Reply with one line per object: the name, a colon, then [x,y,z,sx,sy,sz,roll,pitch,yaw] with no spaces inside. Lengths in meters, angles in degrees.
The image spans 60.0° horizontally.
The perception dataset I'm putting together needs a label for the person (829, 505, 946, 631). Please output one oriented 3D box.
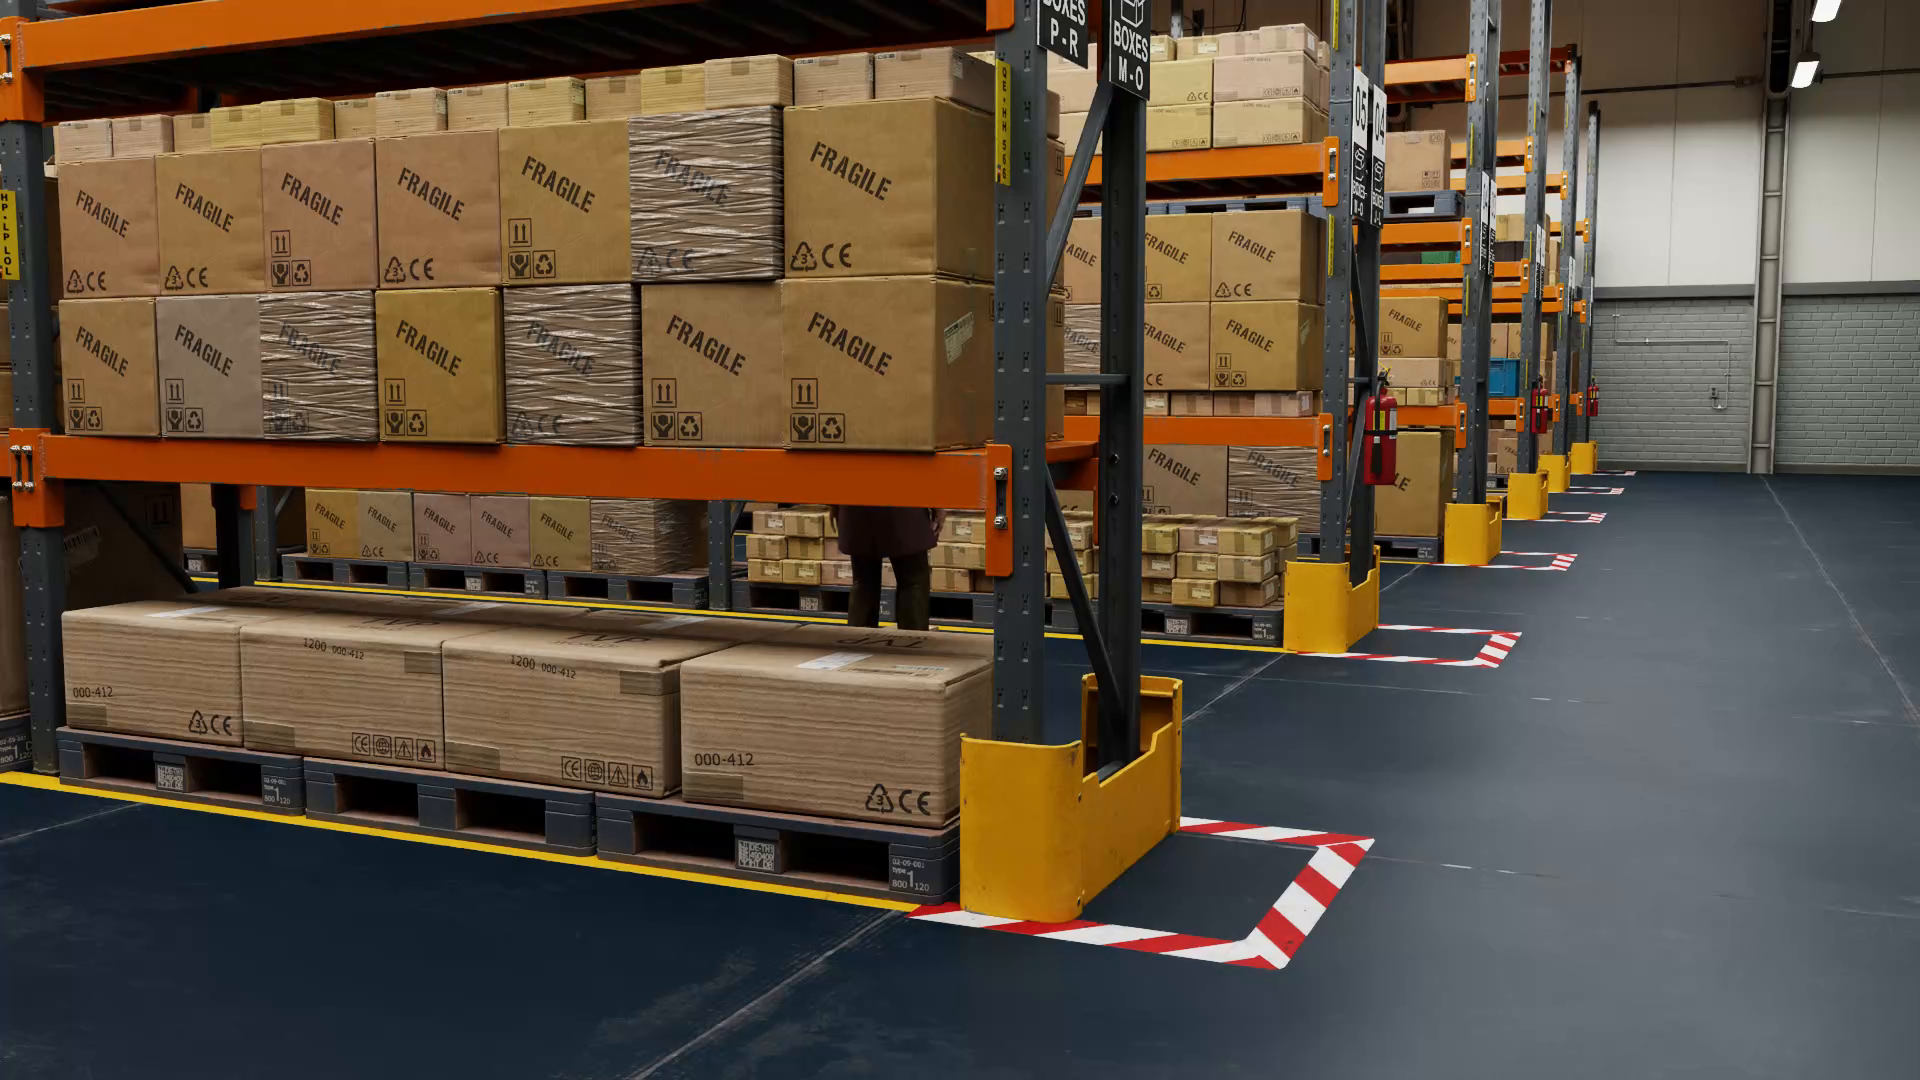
person: [-0.377,-0.164,8.188,0.656,1.774,0.418,2,6,21]
